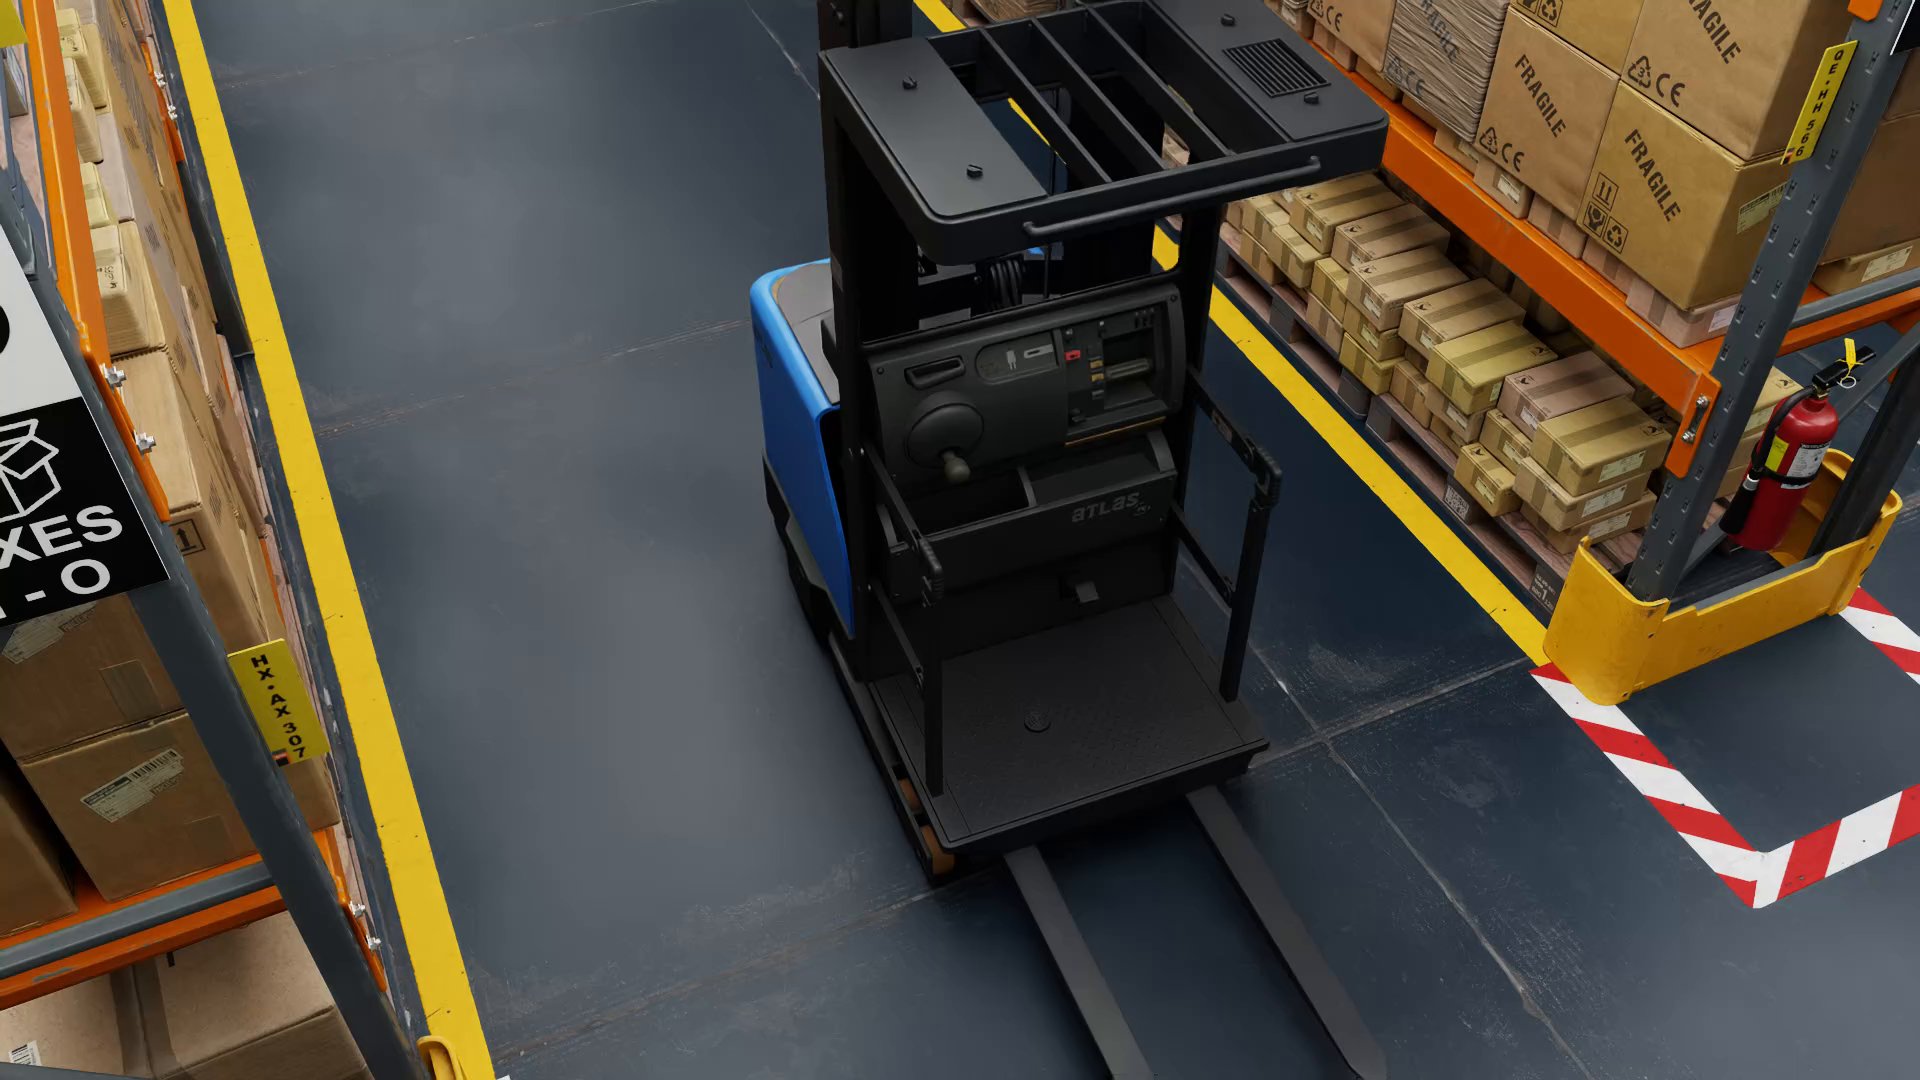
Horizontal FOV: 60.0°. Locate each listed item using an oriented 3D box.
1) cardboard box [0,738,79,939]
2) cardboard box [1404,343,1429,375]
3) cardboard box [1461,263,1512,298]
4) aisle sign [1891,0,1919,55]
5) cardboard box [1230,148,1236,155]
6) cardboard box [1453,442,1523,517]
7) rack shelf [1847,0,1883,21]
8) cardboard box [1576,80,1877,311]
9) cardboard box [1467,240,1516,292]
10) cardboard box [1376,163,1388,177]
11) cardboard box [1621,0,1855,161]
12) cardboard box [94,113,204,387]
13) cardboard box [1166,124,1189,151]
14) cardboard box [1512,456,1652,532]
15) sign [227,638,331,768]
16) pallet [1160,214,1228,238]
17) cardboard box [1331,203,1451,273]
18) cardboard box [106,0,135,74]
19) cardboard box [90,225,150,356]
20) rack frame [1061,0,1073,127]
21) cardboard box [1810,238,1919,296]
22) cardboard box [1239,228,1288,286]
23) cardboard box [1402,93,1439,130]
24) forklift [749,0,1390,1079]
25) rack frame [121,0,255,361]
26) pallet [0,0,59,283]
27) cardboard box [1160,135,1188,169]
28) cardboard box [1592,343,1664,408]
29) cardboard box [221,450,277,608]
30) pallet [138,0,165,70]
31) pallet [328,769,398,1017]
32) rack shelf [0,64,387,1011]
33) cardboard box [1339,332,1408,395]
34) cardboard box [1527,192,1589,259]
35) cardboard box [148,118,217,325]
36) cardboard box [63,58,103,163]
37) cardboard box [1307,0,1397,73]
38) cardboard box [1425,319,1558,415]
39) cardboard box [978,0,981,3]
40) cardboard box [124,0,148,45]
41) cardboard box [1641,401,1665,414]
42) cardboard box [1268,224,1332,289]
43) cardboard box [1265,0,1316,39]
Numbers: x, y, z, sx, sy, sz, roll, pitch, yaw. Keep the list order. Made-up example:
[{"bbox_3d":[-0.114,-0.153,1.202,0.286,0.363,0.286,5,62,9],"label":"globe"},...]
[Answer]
[{"bbox_3d":[-2.226,0.542,3.494,0.500,0.500,0.500,-18,47,-17],"label":"cardboard box"},{"bbox_3d":[1.945,-0.744,6.388,0.380,0.149,0.250,-19,48,-18],"label":"cardboard box"},{"bbox_3d":[2.224,-1.027,6.674,0.380,0.149,0.250,-20,48,-19],"label":"cardboard box"},{"bbox_3d":[2.424,-1.510,3.793,0.394,0.787,0.004,-18,47,-17],"label":"aisle sign"},{"bbox_3d":[1.317,-1.649,7.092,0.380,0.149,0.250,-17,47,-17],"label":"cardboard box"},{"bbox_3d":[2.055,-0.262,6.111,0.380,0.149,0.250,-17,47,-16],"label":"cardboard box"},{"bbox_3d":[1.825,-2.806,5.334,1.077,0.370,4.000,-18,47,-17],"label":"rack shelf"},{"bbox_3d":[2.243,-1.071,4.917,0.500,0.500,0.500,-17,47,-17],"label":"cardboard box"},{"bbox_3d":[2.251,-1.152,6.589,0.380,0.149,0.250,-16,47,-16],"label":"cardboard box"},{"bbox_3d":[1.985,-1.656,7.099,0.380,0.149,0.250,-20,48,-19],"label":"cardboard box"},{"bbox_3d":[2.248,-1.435,4.574,0.500,0.500,0.500,-19,48,-18],"label":"cardboard box"},{"bbox_3d":[-2.174,-0.628,3.967,0.500,0.500,0.500,-18,48,-18],"label":"cardboard box"},{"bbox_3d":[1.169,-1.904,7.563,0.380,0.149,0.250,-18,47,-18],"label":"cardboard box"},{"bbox_3d":[2.185,-0.212,5.848,0.380,0.149,0.250,-19,48,-18],"label":"cardboard box"},{"bbox_3d":[-1.277,0.310,3.127,0.100,0.325,0.005,-18,47,-17],"label":"sign"},{"bbox_3d":[1.298,-1.858,7.983,1.003,0.211,1.213,-18,47,-17],"label":"pallet"},{"bbox_3d":[1.710,-1.172,6.609,0.380,0.149,0.250,-20,48,-19],"label":"cardboard box"},{"bbox_3d":[-2.810,-1.589,4.941,0.500,0.500,0.500,-19,48,-18],"label":"cardboard box"},{"bbox_3d":[-1.861,-0.469,3.345,0.380,0.149,0.250,-17,47,-16],"label":"cardboard box"},{"bbox_3d":[0.984,-3.268,7.427,1.000,3.000,0.127,-18,47,-17],"label":"rack frame"},{"bbox_3d":[2.827,-0.933,5.239,0.380,0.149,0.250,-18,48,-18],"label":"cardboard box"},{"bbox_3d":[1.428,-1.261,7.123,0.380,0.149,0.250,-19,48,-18],"label":"cardboard box"},{"bbox_3d":[1.810,-1.601,5.916,0.380,0.149,0.250,-20,48,-19],"label":"cardboard box"},{"bbox_3d":[0.284,-0.341,4.509,1.130,2.935,3.031,-16,47,-15],"label":"forklift"},{"bbox_3d":[-3.465,-1.742,5.880,1.000,3.000,0.127,-18,47,-17],"label":"rack frame"},{"bbox_3d":[-2.104,-0.699,2.750,1.003,0.211,1.213,-18,47,-17],"label":"pallet"},{"bbox_3d":[1.109,-1.764,7.632,0.380,0.149,0.250,-18,47,-18],"label":"cardboard box"},{"bbox_3d":[2.529,-0.640,6.070,0.380,0.149,0.250,-17,47,-17],"label":"cardboard box"},{"bbox_3d":[-1.962,0.066,3.976,0.500,0.500,0.500,-19,48,-18],"label":"cardboard box"},{"bbox_3d":[-4.884,-2.774,8.911,1.003,0.211,1.213,-18,47,-17],"label":"pallet"},{"bbox_3d":[-2.190,1.313,4.769,1.003,0.211,1.213,-18,47,-17],"label":"pallet"},{"bbox_3d":[-2.624,-0.212,4.841,1.077,0.370,4.000,-18,47,-17],"label":"rack shelf"},{"bbox_3d":[1.742,-0.753,6.608,0.380,0.149,0.250,-20,48,-19],"label":"cardboard box"},{"bbox_3d":[2.082,-1.079,5.387,0.380,0.149,0.250,-18,48,-18],"label":"cardboard box"},{"bbox_3d":[-2.592,-0.915,4.971,0.500,0.500,0.500,-19,48,-18],"label":"cardboard box"},{"bbox_3d":[-2.213,-0.955,3.837,0.380,0.149,0.250,-18,47,-17],"label":"cardboard box"},{"bbox_3d":[1.609,-2.042,5.901,0.500,0.500,0.500,-16,47,-15],"label":"cardboard box"},{"bbox_3d":[1.935,-0.633,6.063,0.380,0.149,0.250,-19,48,-18],"label":"cardboard box"},{"bbox_3d":[0.229,-3.252,8.891,0.500,0.500,0.500,-19,48,-18],"label":"cardboard box"},{"bbox_3d":[-3.410,-2.047,6.296,0.500,0.250,0.500,-19,48,-18],"label":"cardboard box"},{"bbox_3d":[2.614,-0.561,6.202,0.380,0.149,0.250,-18,47,-18],"label":"cardboard box"},{"bbox_3d":[1.503,-1.205,6.855,0.380,0.149,0.250,-18,47,-17],"label":"cardboard box"},{"bbox_3d":[1.404,-2.077,6.398,0.380,0.149,0.250,-16,47,-16],"label":"cardboard box"}]
